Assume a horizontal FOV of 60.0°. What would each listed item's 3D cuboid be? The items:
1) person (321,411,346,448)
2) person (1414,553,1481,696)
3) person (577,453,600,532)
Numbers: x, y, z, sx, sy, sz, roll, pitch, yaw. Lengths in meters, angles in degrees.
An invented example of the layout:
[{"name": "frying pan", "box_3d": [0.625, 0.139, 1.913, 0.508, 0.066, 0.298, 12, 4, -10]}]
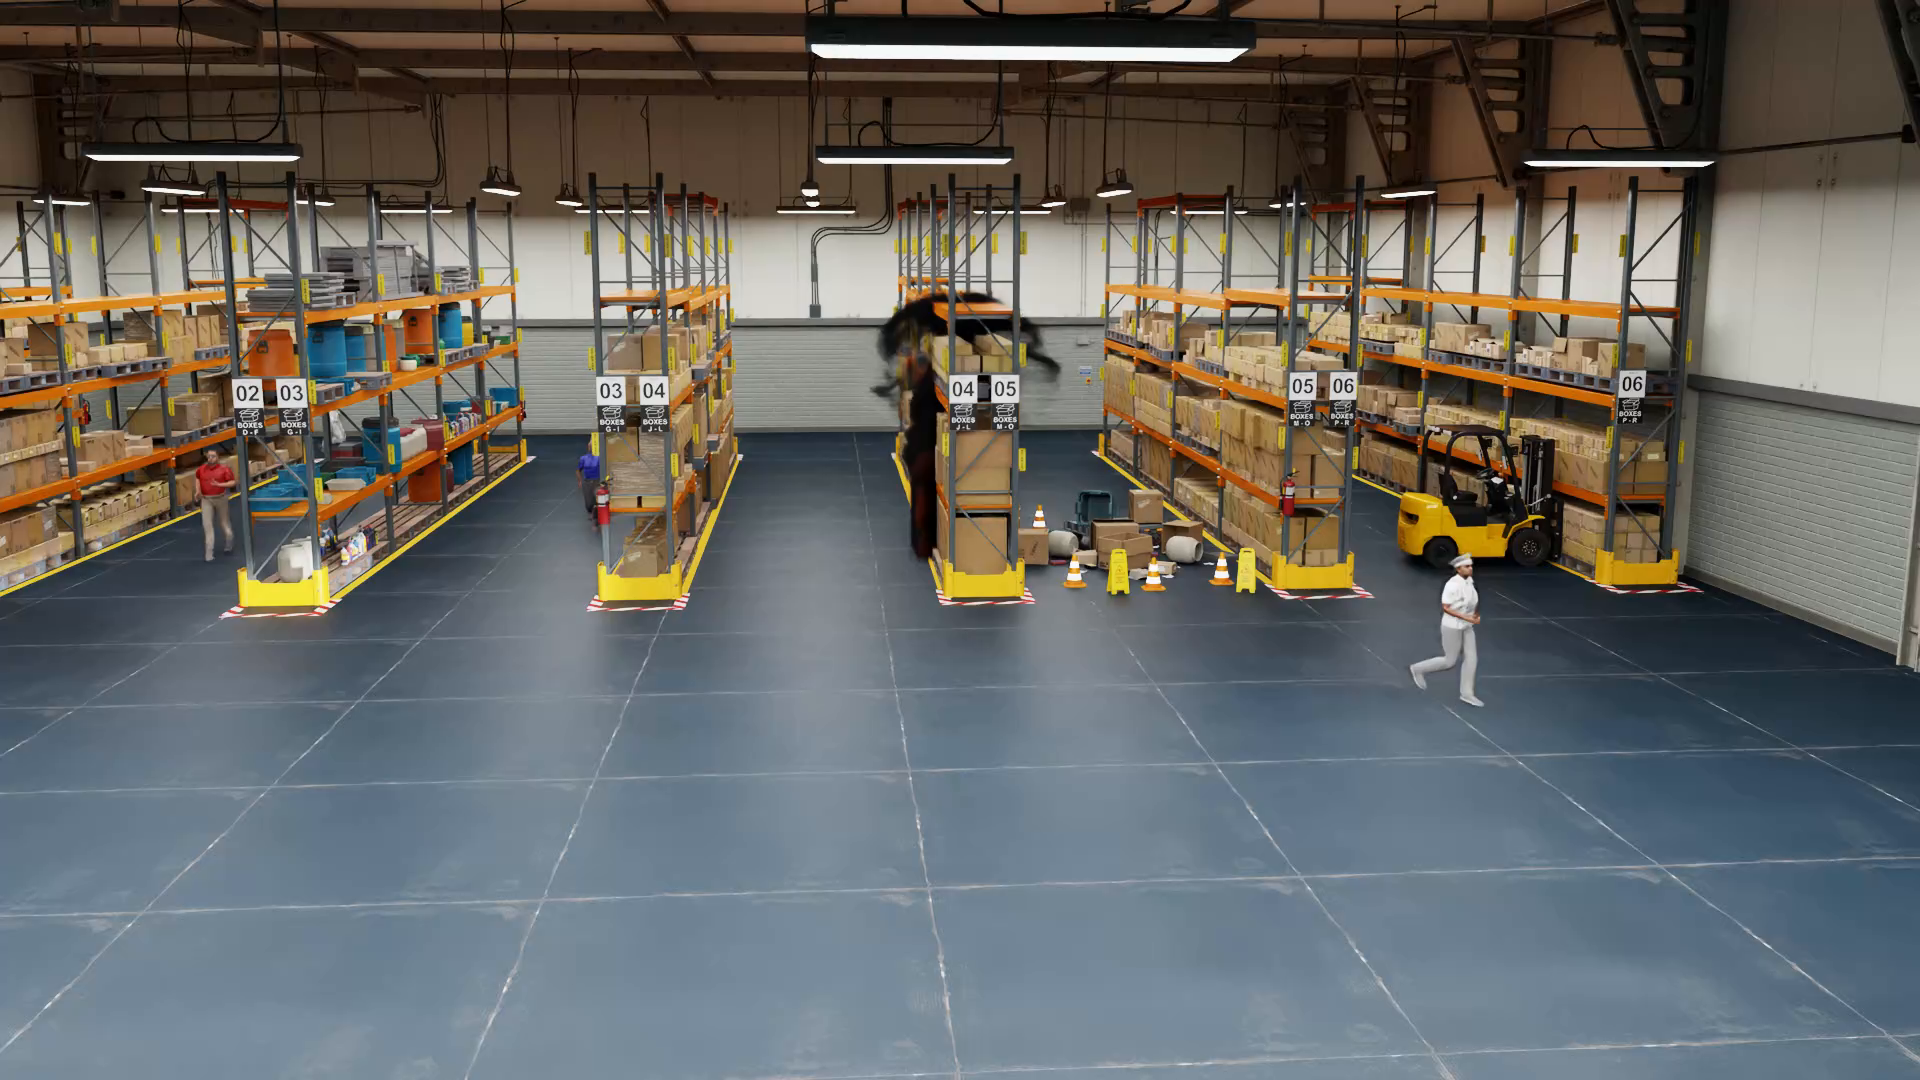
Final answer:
[{"name": "person", "box_3d": [-15.077, -2.707, 39.887, 0.572, 1.446, 0.627, 0, 10, 2]}, {"name": "person", "box_3d": [5.494, 0.916, 18.478, 0.587, 1.609, 0.734, -9, 14, -42]}, {"name": "person", "box_3d": [-6.530, -0.870, 29.655, 0.544, 1.415, 0.578, -2, 10, -11]}]
